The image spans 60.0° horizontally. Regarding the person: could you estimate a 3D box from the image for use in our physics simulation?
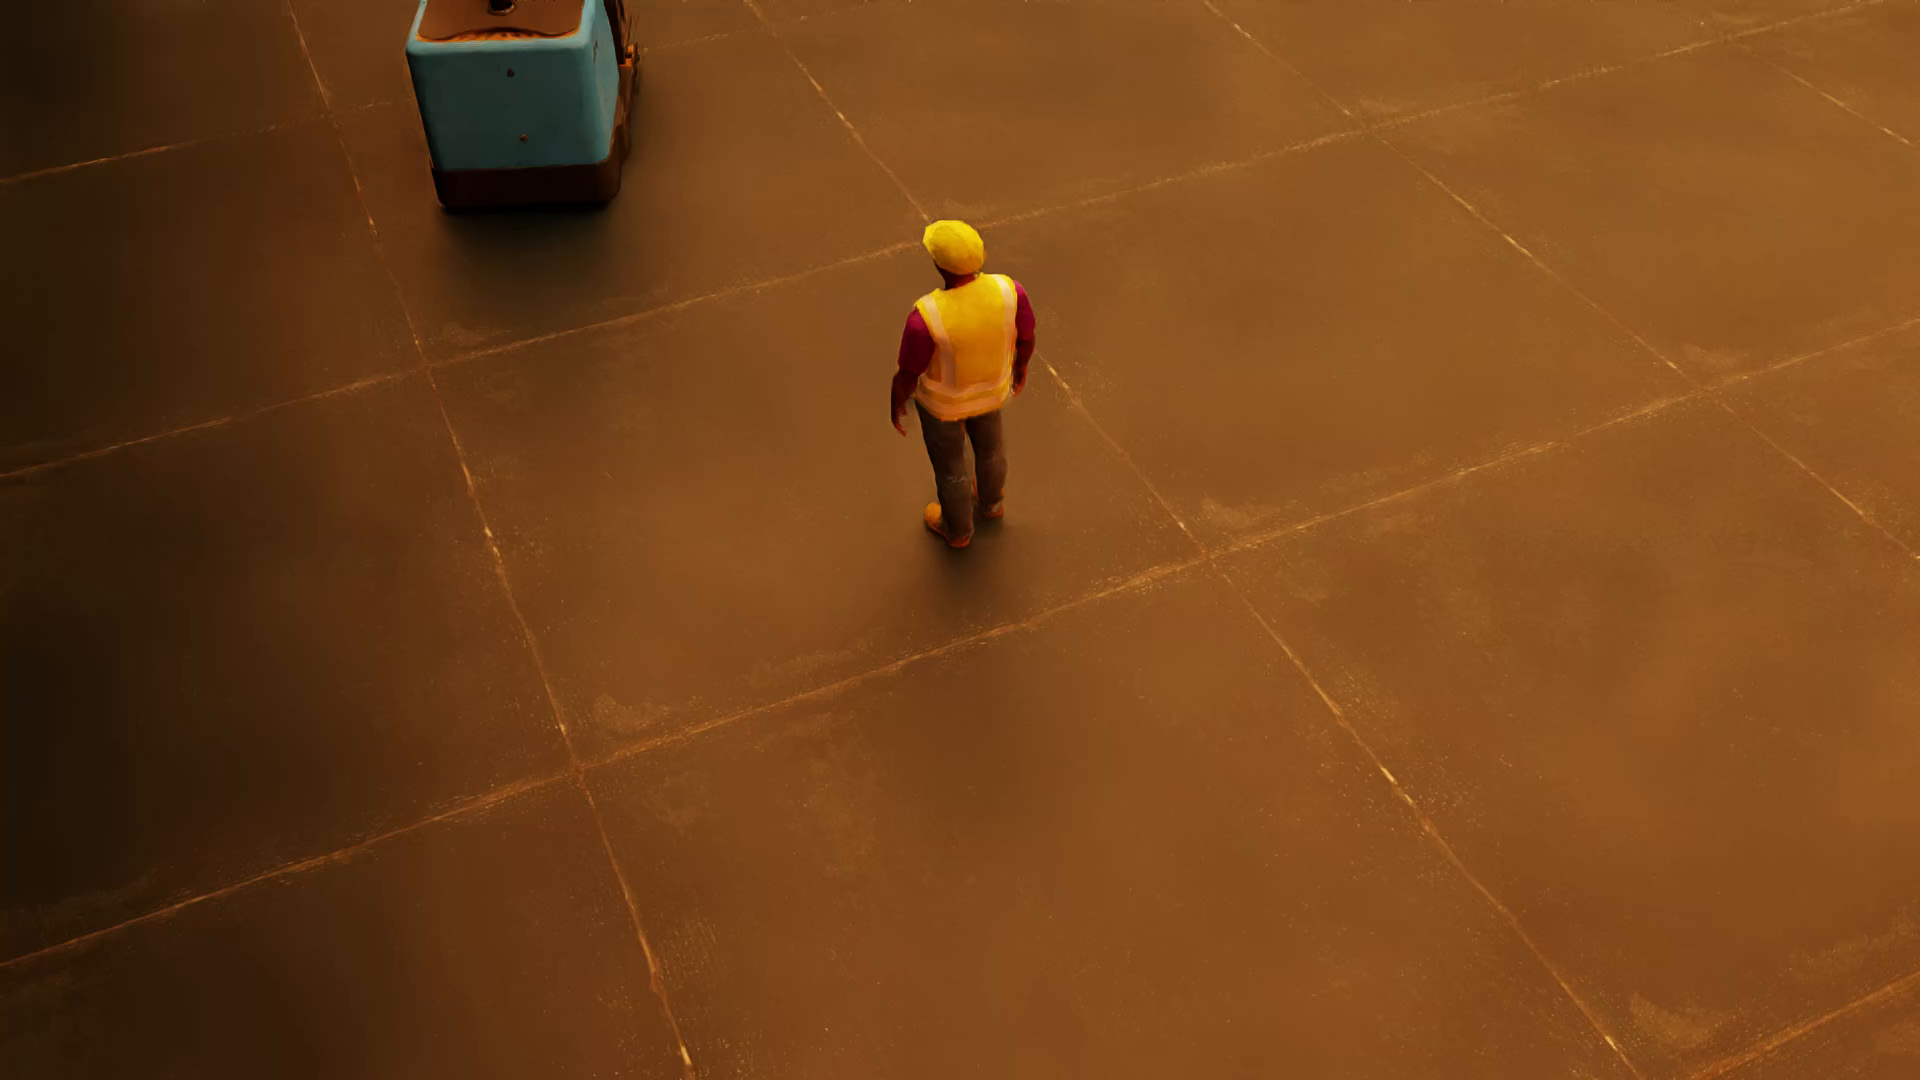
[{"bbox_3d":[-0.024,-0.696,7.269,0.665,1.766,0.576,-18,46,-18],"label":"person"}]

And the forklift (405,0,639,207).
[{"bbox_3d":[-2.700,-4.044,10.013,1.130,2.935,3.031,-3,43,-4],"label":"forklift"}]
